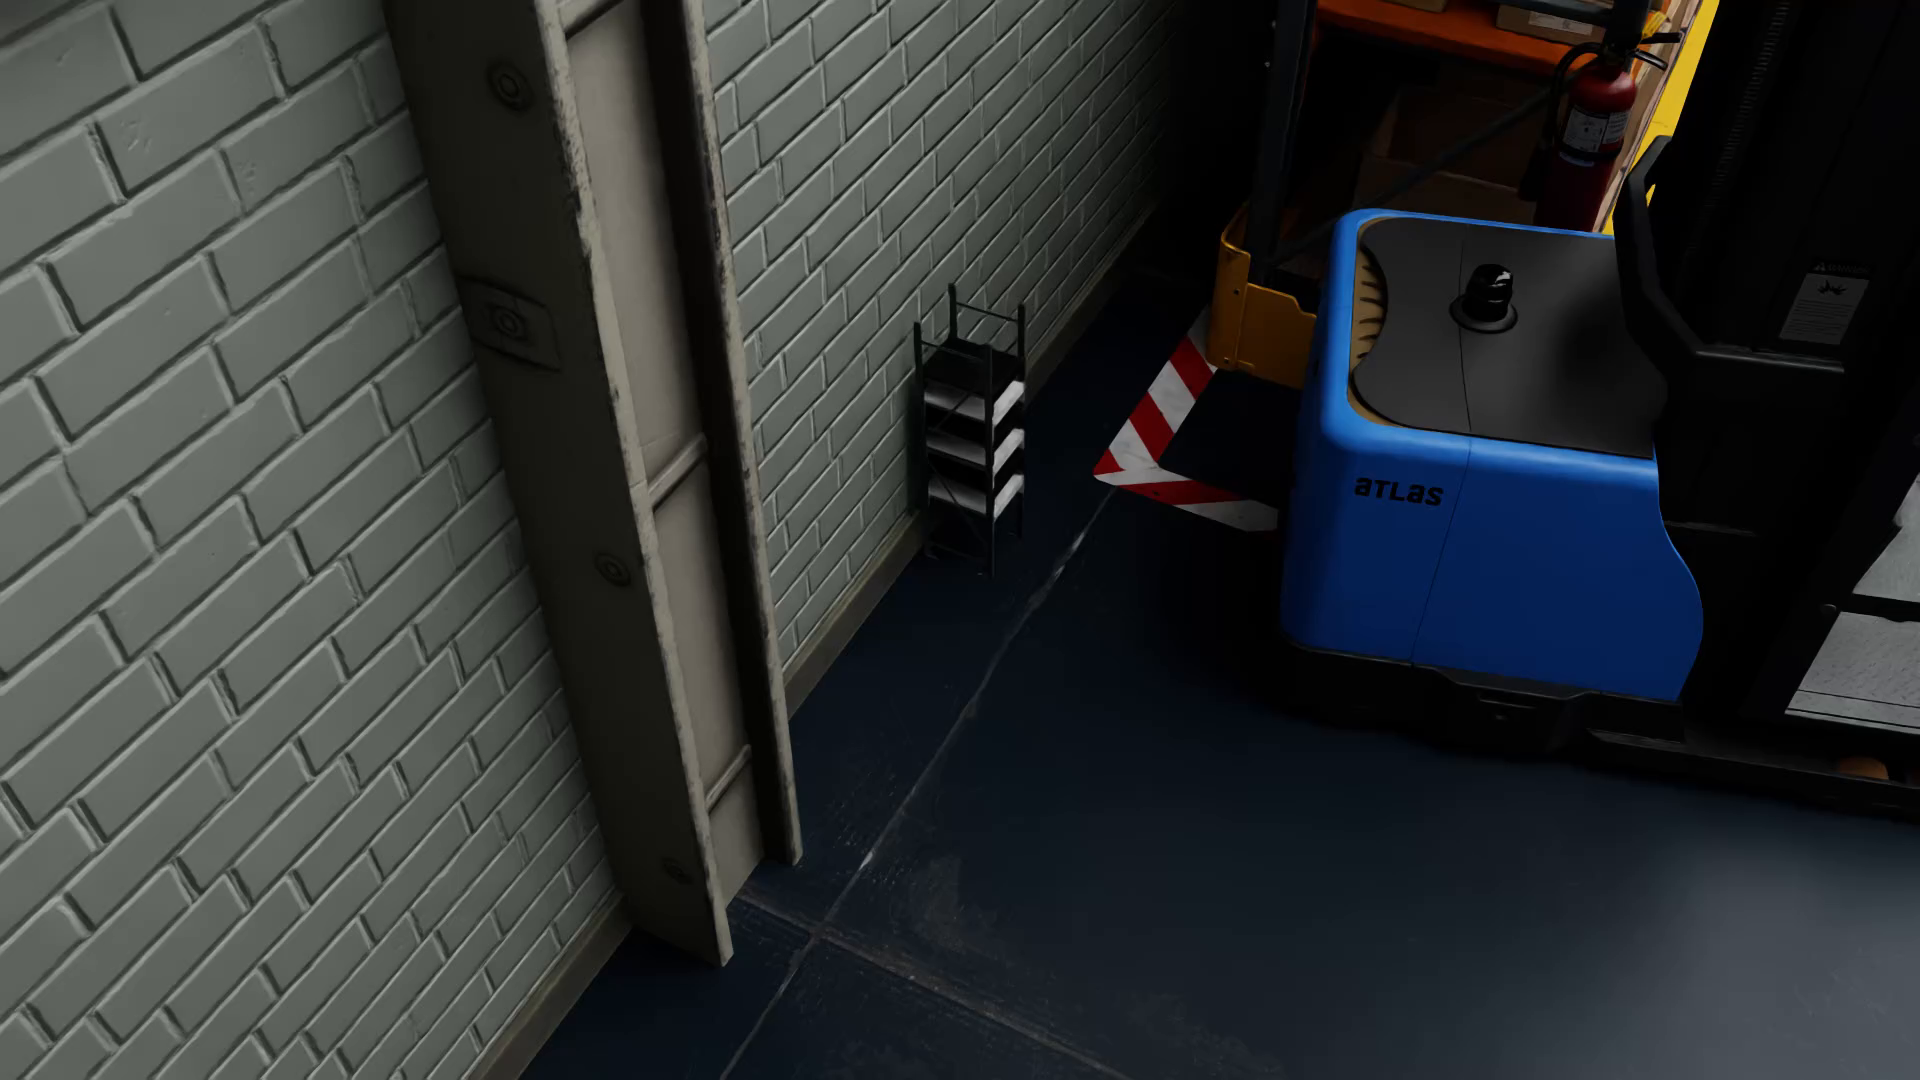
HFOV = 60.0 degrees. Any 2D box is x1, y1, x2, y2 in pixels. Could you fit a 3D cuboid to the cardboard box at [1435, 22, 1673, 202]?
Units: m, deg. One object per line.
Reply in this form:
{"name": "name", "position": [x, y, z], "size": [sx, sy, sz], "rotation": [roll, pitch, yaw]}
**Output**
{"name": "cardboard box", "position": [2.207, -1.701, 6.284], "size": [0.700, 0.500, 0.500], "rotation": [22, 49, 21]}

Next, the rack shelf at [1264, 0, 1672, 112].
{"name": "rack shelf", "position": [2.337, -2.559, 6.176], "size": [1.077, 0.370, 4.000], "rotation": [20, 49, 19]}

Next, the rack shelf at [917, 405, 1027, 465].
{"name": "rack shelf", "position": [0.035, -0.343, 4.869], "size": [0.258, 0.077, 0.200], "rotation": [20, 48, 21]}

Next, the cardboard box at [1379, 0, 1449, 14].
{"name": "cardboard box", "position": [1.324, -1.761, 5.059], "size": [0.380, 0.149, 0.250], "rotation": [20, 49, 19]}

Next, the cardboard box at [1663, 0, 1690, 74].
{"name": "cardboard box", "position": [2.689, -2.355, 6.931], "size": [0.700, 0.500, 0.500], "rotation": [19, 48, 18]}

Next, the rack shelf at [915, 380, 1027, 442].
{"name": "rack shelf", "position": [0.033, -0.408, 4.807], "size": [0.258, 0.077, 0.200], "rotation": [20, 48, 21]}

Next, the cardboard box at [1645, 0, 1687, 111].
{"name": "cardboard box", "position": [2.541, -2.001, 6.581], "size": [0.500, 0.500, 0.500], "rotation": [21, 49, 20]}

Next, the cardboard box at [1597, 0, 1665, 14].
{"name": "cardboard box", "position": [1.858, -1.801, 4.817], "size": [0.500, 0.250, 0.500], "rotation": [21, 49, 19]}

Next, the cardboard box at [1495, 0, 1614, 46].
{"name": "cardboard box", "position": [1.804, -1.581, 4.880], "size": [0.380, 0.149, 0.250], "rotation": [20, 49, 19]}

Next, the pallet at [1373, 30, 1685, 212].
{"name": "pallet", "position": [2.380, -1.888, 6.968], "size": [1.003, 0.211, 1.213], "rotation": [20, 49, 19]}

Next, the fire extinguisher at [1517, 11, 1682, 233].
{"name": "fire extinguisher", "position": [1.749, -1.149, 4.593], "size": [0.296, 0.674, 0.183], "rotation": [20, 49, 19]}

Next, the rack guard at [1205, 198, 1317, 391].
{"name": "rack guard", "position": [1.444, -0.722, 5.612], "size": [1.175, 0.500, 0.348], "rotation": [20, 49, 19]}

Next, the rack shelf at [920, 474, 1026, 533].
{"name": "rack shelf", "position": [0.040, -0.149, 5.057], "size": [0.258, 0.077, 0.200], "rotation": [20, 48, 21]}

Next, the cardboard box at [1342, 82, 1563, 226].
{"name": "cardboard box", "position": [1.776, -1.176, 5.764], "size": [0.797, 0.503, 0.637], "rotation": [19, 48, 18]}

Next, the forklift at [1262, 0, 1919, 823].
{"name": "forklift", "position": [2.437, -0.676, 3.858], "size": [3.031, 2.935, 1.130], "rotation": [8, 46, 8]}

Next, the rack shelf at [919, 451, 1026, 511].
{"name": "rack shelf", "position": [0.039, -0.213, 4.994], "size": [0.258, 0.077, 0.200], "rotation": [20, 48, 21]}

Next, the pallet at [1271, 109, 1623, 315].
{"name": "pallet", "position": [1.813, -1.122, 6.211], "size": [1.003, 0.211, 1.213], "rotation": [20, 49, 19]}

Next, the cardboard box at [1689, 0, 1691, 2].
{"name": "cardboard box", "position": [3.101, -2.586, 7.324], "size": [0.396, 0.266, 0.258], "rotation": [22, 49, 20]}

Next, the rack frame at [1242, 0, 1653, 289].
{"name": "rack frame", "position": [1.408, -1.552, 4.675], "size": [1.000, 3.000, 0.127], "rotation": [20, 49, 19]}

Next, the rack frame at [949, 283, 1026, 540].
{"name": "rack frame", "position": [0.084, -0.365, 4.972], "size": [0.240, 0.900, 0.006], "rotation": [20, 48, 21]}

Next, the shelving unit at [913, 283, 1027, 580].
{"name": "shelving unit", "position": [0.036, -0.302, 4.909], "size": [0.258, 0.900, 0.210], "rotation": [20, 48, 21]}

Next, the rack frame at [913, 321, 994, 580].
{"name": "rack frame", "position": [-0.012, -0.239, 4.845], "size": [0.240, 0.900, 0.006], "rotation": [20, 48, 21]}

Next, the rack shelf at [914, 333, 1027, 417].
{"name": "rack shelf", "position": [0.031, -0.472, 4.744], "size": [0.258, 0.077, 0.200], "rotation": [20, 48, 21]}

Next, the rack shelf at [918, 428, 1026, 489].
{"name": "rack shelf", "position": [0.037, -0.278, 4.932], "size": [0.258, 0.077, 0.200], "rotation": [20, 48, 21]}

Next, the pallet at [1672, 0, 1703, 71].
{"name": "pallet", "position": [2.945, -2.660, 7.730], "size": [1.003, 0.211, 1.213], "rotation": [20, 49, 19]}
